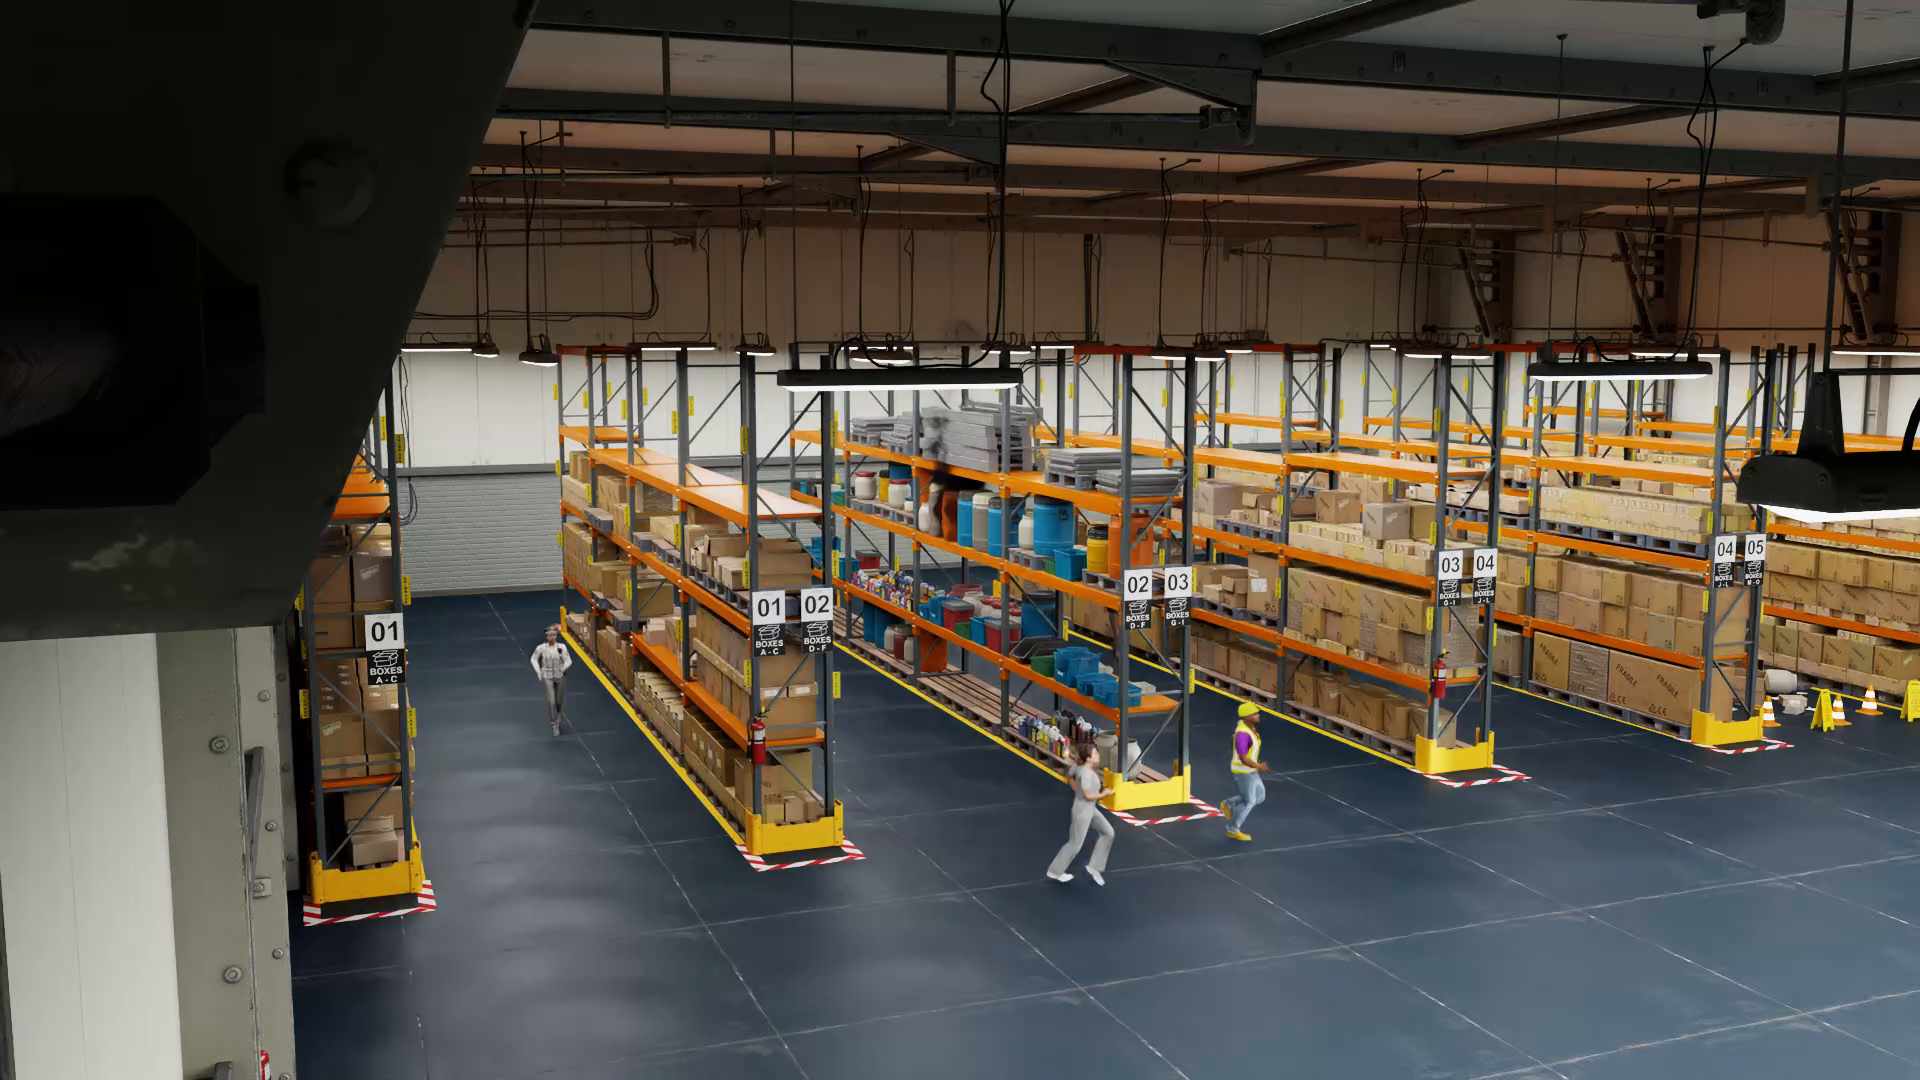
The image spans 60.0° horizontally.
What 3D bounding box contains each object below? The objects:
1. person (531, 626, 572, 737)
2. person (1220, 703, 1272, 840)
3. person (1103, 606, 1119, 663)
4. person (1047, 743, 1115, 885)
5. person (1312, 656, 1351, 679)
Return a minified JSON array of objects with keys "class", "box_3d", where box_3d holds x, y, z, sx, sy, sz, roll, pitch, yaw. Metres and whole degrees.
[{"class":"person","box_3d":[-6.417,2.184,26.171,0.620,1.695,0.774,-3,8,-21]},{"class":"person","box_3d":[3.568,2.863,20.707,0.647,1.724,0.739,2,7,14]},{"class":"person","box_3d":[2.891,1.347,30.037,0.645,1.745,0.841,-3,8,-20]},{"class":"person","box_3d":[1.368,3.131,18.857,0.772,1.688,0.548,1,7,9]},{"class":"person","box_3d":[6.827,1.585,30.416,0.667,1.793,0.914,-3,8,-23]}]
